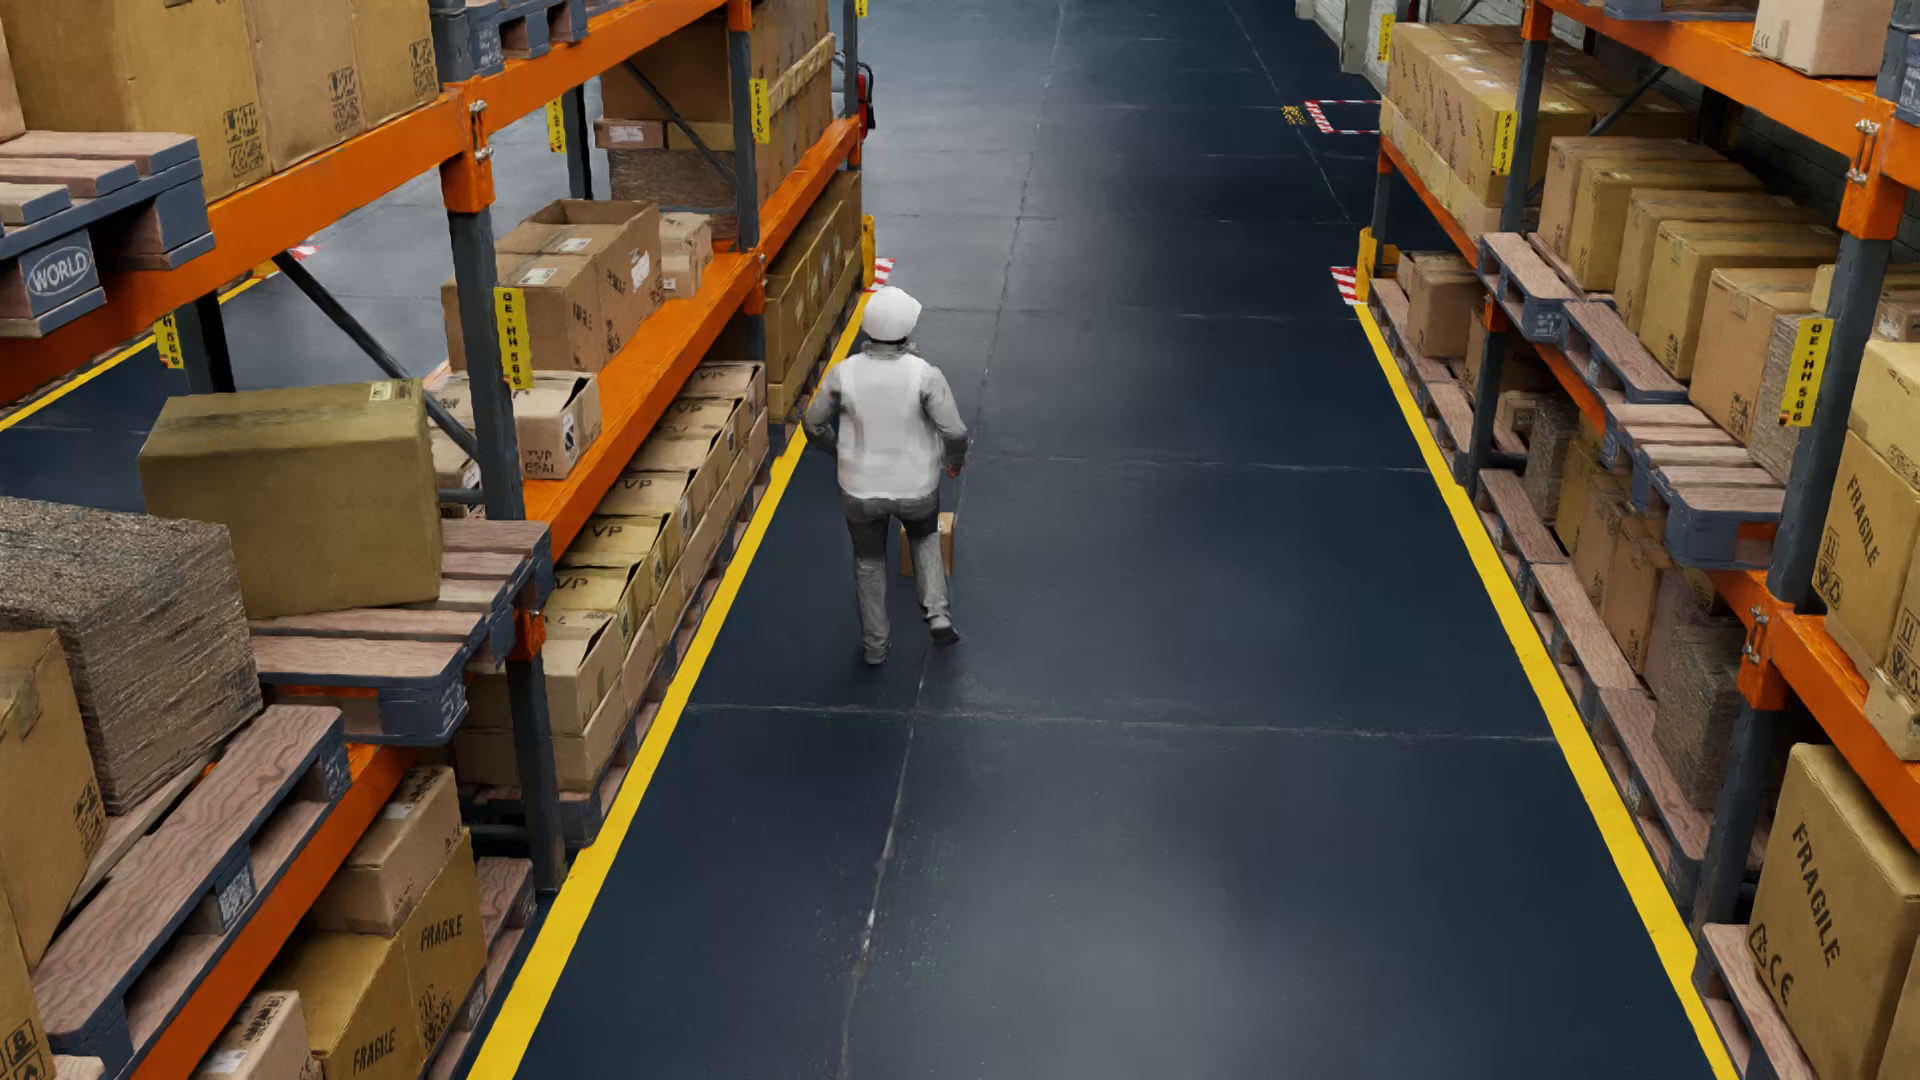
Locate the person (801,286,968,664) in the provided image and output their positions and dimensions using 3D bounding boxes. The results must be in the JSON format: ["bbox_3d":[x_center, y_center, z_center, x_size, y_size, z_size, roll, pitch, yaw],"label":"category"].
[{"bbox_3d":[-0.325,-0.280,7.237,0.702,1.744,0.501,-1,24,-2],"label":"person"}]
